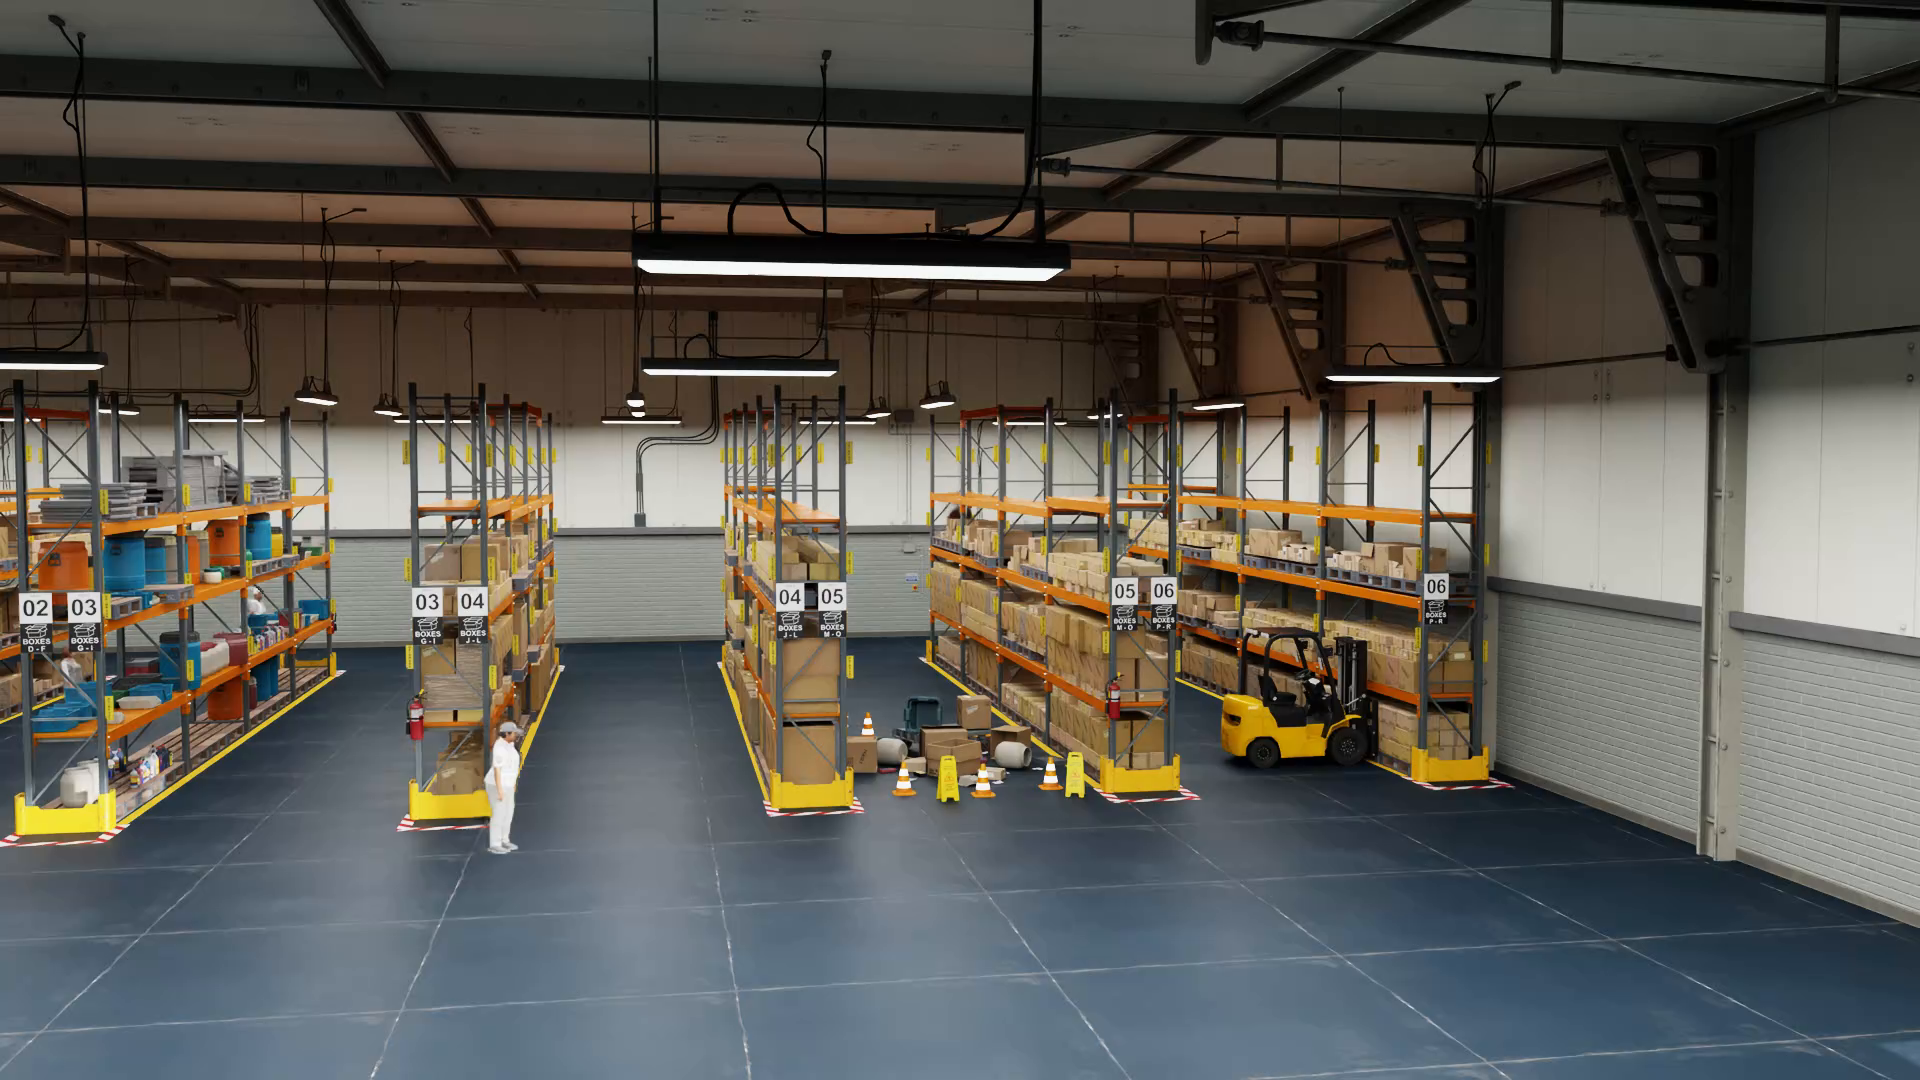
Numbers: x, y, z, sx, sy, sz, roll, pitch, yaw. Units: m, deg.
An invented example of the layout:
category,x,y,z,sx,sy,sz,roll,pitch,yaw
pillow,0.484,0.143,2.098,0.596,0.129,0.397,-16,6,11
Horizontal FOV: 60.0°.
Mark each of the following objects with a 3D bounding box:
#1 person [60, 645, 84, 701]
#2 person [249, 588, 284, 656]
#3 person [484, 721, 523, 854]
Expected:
category,x,y,z,sx,sy,sz,roll,pitch,yaw
person,-15.921,2.698,29.897,0.459,1.624,0.497,1,3,22
person,-17.238,2.041,40.998,1.042,1.722,0.638,0,3,-2
person,-5.756,3.116,21.009,0.476,1.670,0.510,0,3,1
